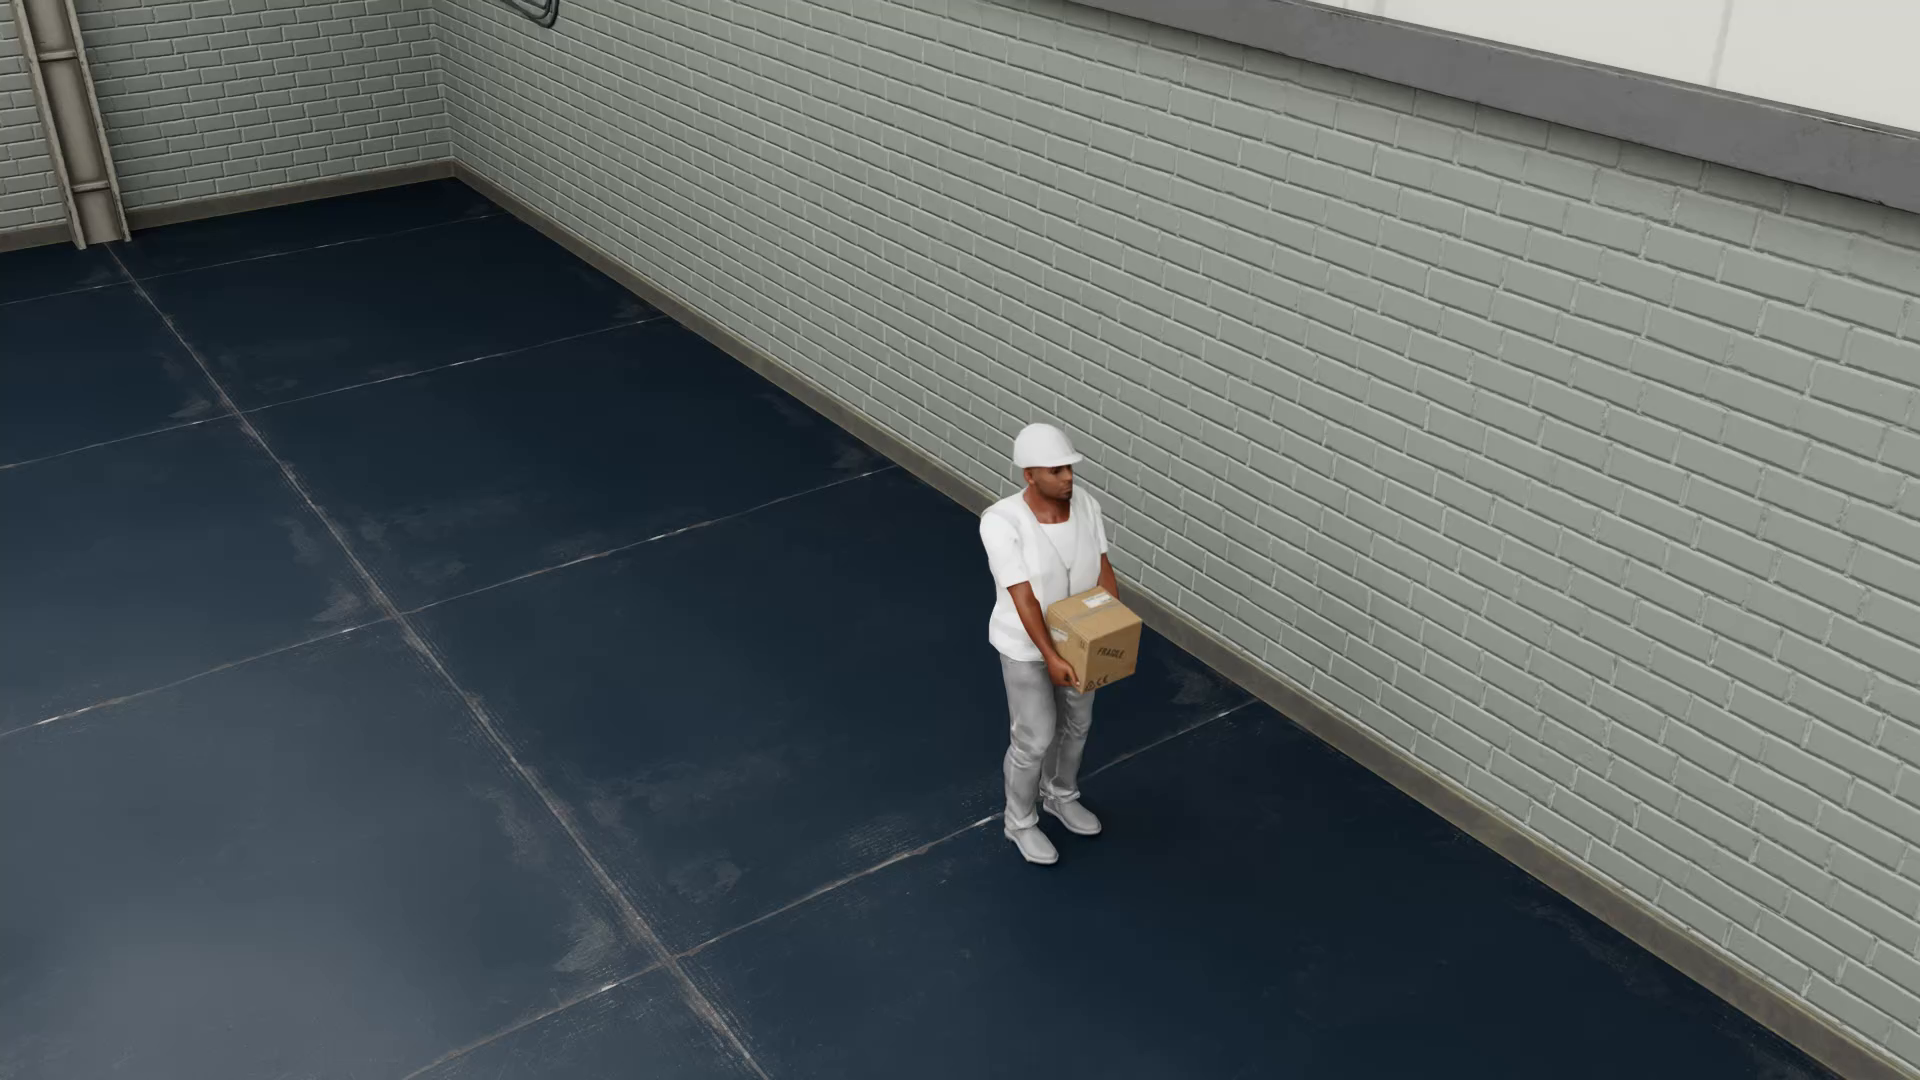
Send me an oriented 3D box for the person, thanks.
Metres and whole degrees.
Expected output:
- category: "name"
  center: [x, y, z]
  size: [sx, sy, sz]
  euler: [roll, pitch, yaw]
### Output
- category: "person"
  center: [0.389, 0.423, 6.324]
  size: [0.503, 1.760, 0.577]
  euler: [-18, 33, -30]
